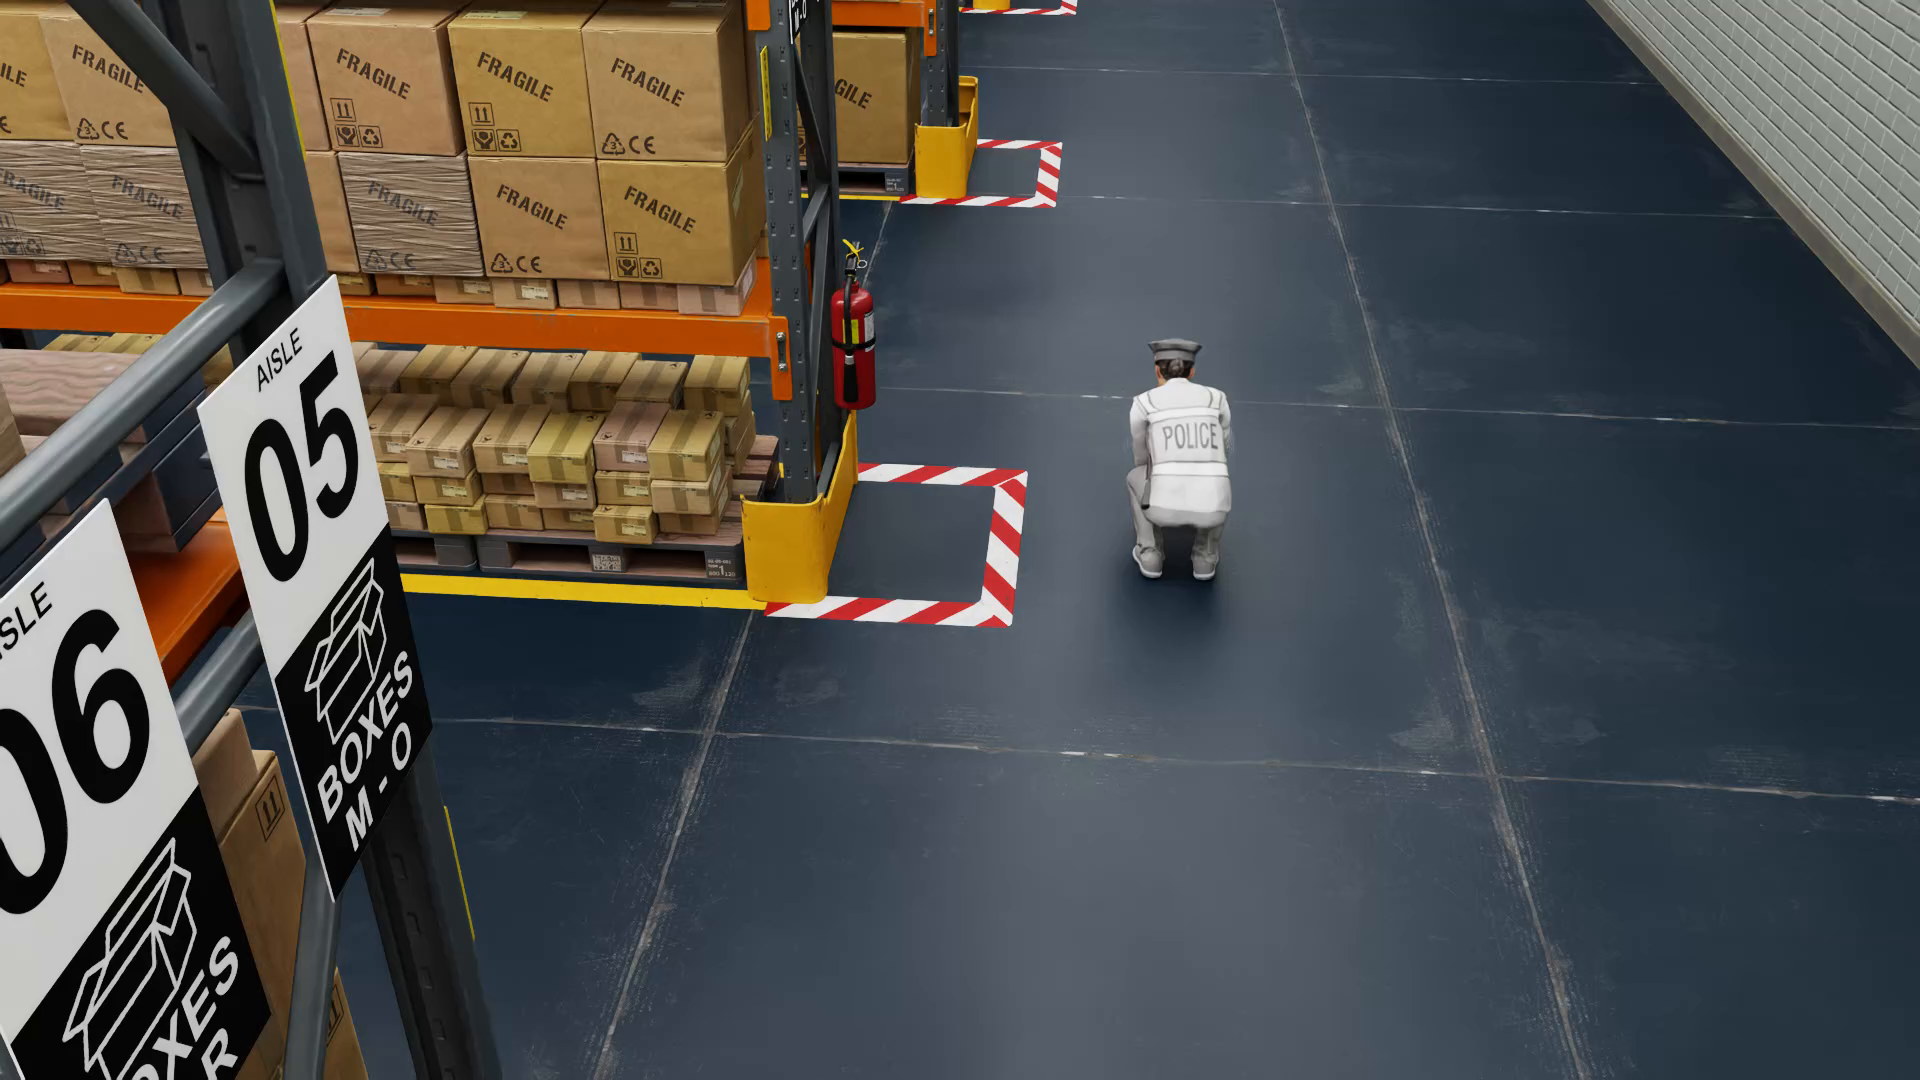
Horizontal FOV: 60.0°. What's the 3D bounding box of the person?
[{"bbox_3d":[0.983,-0.369,7.385,0.468,0.977,0.832,2,32,3],"label":"person"}]
